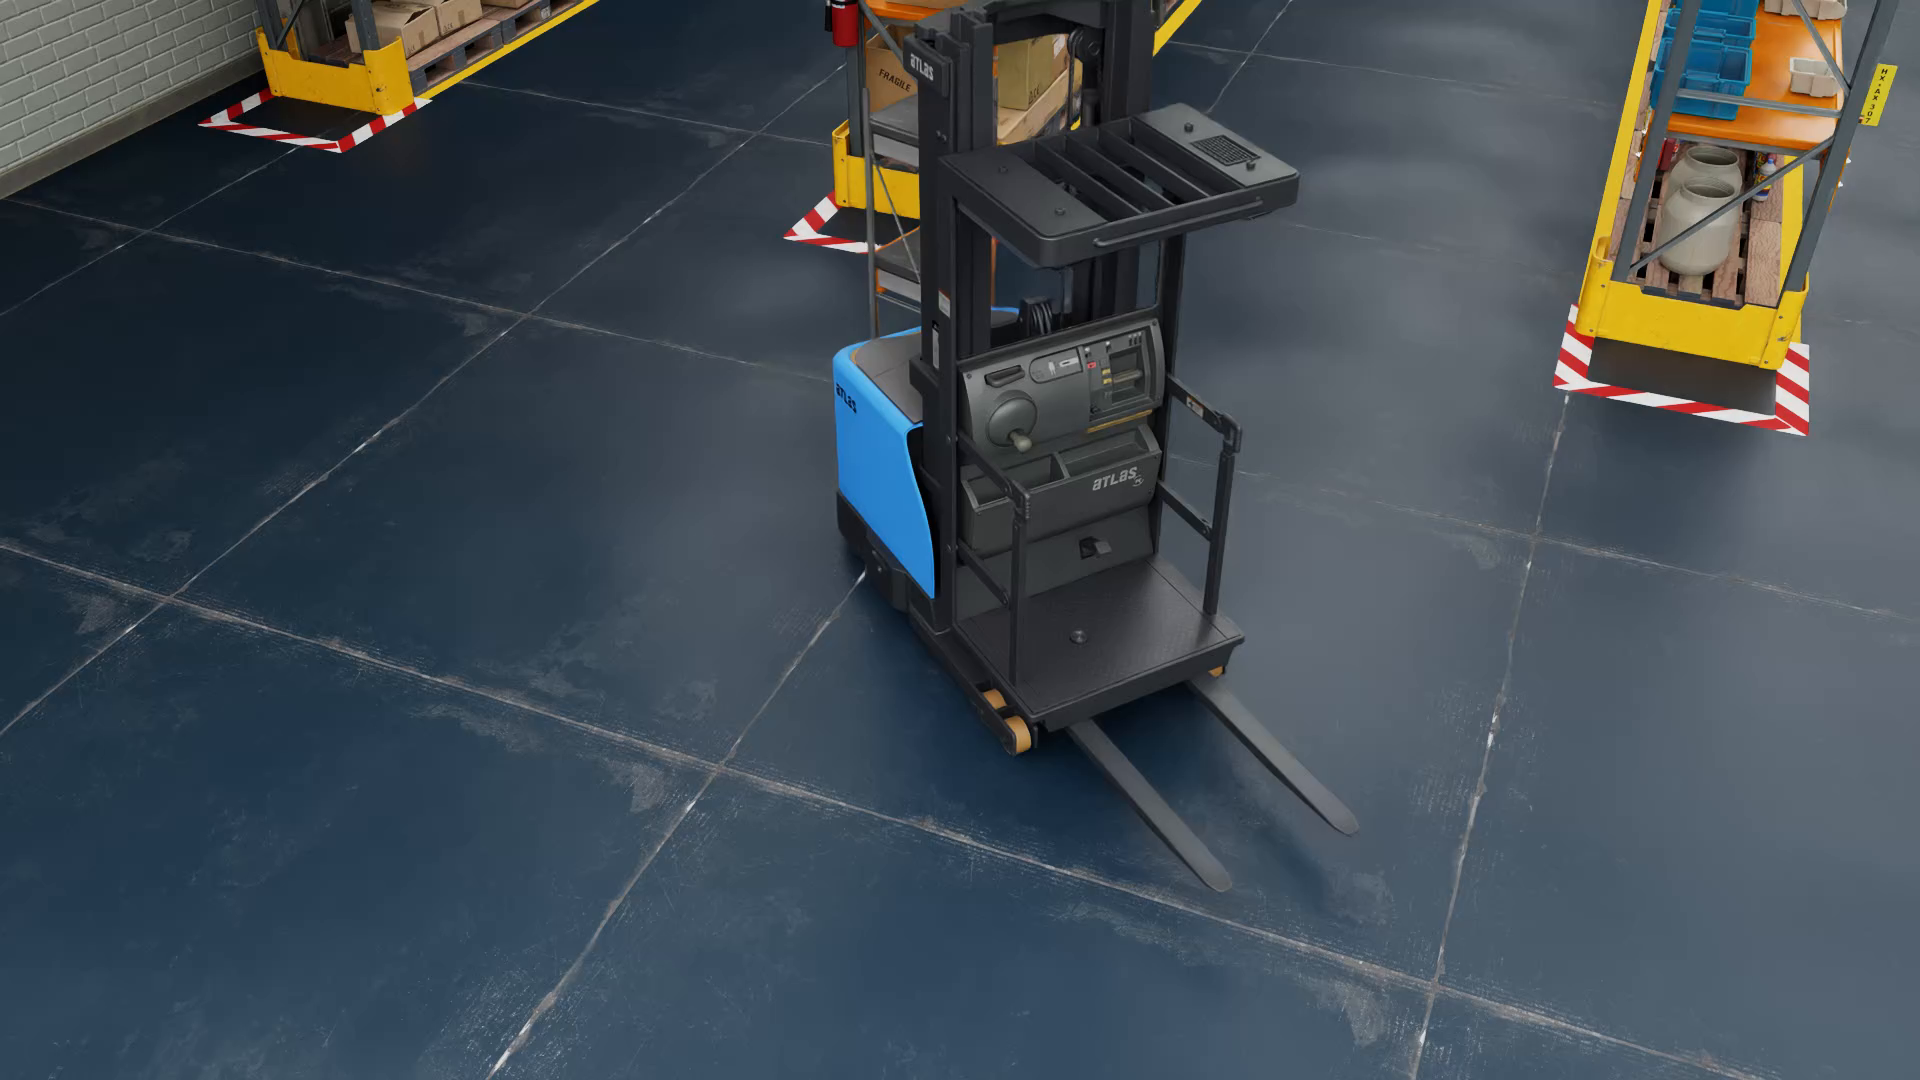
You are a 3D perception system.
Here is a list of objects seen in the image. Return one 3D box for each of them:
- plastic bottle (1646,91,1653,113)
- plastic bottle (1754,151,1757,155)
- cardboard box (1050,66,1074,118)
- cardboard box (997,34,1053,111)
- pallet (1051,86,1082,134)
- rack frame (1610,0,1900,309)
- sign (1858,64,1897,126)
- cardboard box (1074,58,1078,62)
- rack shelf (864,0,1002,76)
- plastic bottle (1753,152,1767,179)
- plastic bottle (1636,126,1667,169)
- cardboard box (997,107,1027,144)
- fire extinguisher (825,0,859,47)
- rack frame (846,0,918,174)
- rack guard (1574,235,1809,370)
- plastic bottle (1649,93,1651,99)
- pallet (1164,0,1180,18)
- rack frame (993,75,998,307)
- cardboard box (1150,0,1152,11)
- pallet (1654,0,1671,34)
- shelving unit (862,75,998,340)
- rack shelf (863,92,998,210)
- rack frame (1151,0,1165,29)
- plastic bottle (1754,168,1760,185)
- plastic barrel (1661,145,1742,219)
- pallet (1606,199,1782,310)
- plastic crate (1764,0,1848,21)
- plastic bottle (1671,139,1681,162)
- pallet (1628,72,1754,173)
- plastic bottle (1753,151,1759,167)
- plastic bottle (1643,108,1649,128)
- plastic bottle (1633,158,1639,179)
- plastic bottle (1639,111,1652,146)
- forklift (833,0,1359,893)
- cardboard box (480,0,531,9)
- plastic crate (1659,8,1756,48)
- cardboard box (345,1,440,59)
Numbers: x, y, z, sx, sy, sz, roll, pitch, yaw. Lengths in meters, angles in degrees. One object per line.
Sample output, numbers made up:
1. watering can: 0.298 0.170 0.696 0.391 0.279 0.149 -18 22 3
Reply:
1. plastic bottle: 5.074 -3.230 12.012 0.144 0.351 0.185 12 38 16
2. plastic bottle: 5.577 -2.759 11.507 0.097 0.201 0.097 0 37 0
3. cardboard box: 0.523 -3.355 12.280 0.500 0.250 0.500 14 39 18
4. cardboard box: 0.334 -3.378 11.685 0.500 0.500 0.500 14 39 18
5. pallet: 0.453 -3.476 12.826 1.003 0.211 1.213 14 39 18
6. rack frame: 4.315 -2.357 8.999 1.000 3.000 0.127 14 39 18
7. sign: 4.822 -2.340 8.745 0.100 0.325 0.005 14 39 18
8. cardboard box: 0.718 -3.931 12.424 0.500 0.500 0.500 14 39 18
9. rack shelf: 0.496 -4.306 12.208 1.077 0.370 4.000 14 39 18
10. plastic bottle: 5.423 -2.563 11.186 0.097 0.271 0.097 0 37 0
11. plastic bottle: 4.729 -2.692 11.355 0.152 0.276 0.135 14 39 18
12. cardboard box: 0.145 -2.800 11.538 0.500 0.250 0.500 14 39 18
13. fire extinguisher: -0.739 -3.497 10.589 0.296 0.674 0.183 14 39 18
14. rack frame: -0.264 -3.487 10.511 1.000 3.000 0.127 14 39 18
15. rack guard: 4.300 -1.408 9.818 1.175 0.500 0.348 14 39 18
16. plastic bottle: 5.212 -3.395 12.296 0.152 0.276 0.135 15 39 19
17. pallet: 1.502 -5.002 14.867 1.003 0.211 1.213 14 39 18
18. rack frame: 0.017 -1.381 8.446 0.400 2.100 0.015 26 44 30
19. cardboard box: 1.283 -4.462 13.762 0.500 0.250 0.500 14 39 18
20. pallet: 6.562 -4.576 14.297 1.003 0.211 1.213 14 39 18
21. shelving unit: -0.136 -1.267 8.293 0.431 2.100 0.503 26 44 30
22. rack shelf: -0.136 -1.817 7.882 0.431 0.518 0.480 26 44 30
23. rack frame: 1.257 -5.702 13.474 1.000 3.000 0.127 14 39 18
24. plastic bottle: 5.332 -2.402 11.030 0.097 0.201 0.097 0 37 0
25. plastic barrel: 4.685 -2.188 10.500 0.421 0.512 0.421 0 37 0
26. pallet: 4.614 -1.741 10.505 1.003 0.211 1.213 14 39 18
27. plastic crate: 5.453 -3.509 10.761 0.530 0.136 0.437 14 39 18
28. plastic bottle: 4.905 -2.721 11.456 0.097 0.201 0.097 0 37 0
29. pallet: 5.543 -3.092 12.312 1.003 0.211 1.213 14 39 18
30. plastic bottle: 5.499 -2.645 11.355 0.097 0.201 0.097 0 37 0
31. plastic bottle: 4.945 -3.018 11.854 0.097 0.201 0.097 0 37 0
32. plastic bottle: 4.608 -2.529 11.199 0.097 0.201 0.097 0 37 0
33. plastic bottle: 4.842 -2.891 11.559 0.144 0.351 0.185 15 39 20
34. forklift: 0.538 -0.567 6.663 1.130 2.935 3.031 -18 40 -23
35. cardboard box: -3.958 -4.862 14.071 0.700 0.500 0.500 11 38 15
36. plastic crate: 4.481 -3.001 9.985 0.499 0.251 0.408 14 39 18
37. cardboard box: -4.501 -4.075 13.177 0.500 0.311 0.500 10 38 13
